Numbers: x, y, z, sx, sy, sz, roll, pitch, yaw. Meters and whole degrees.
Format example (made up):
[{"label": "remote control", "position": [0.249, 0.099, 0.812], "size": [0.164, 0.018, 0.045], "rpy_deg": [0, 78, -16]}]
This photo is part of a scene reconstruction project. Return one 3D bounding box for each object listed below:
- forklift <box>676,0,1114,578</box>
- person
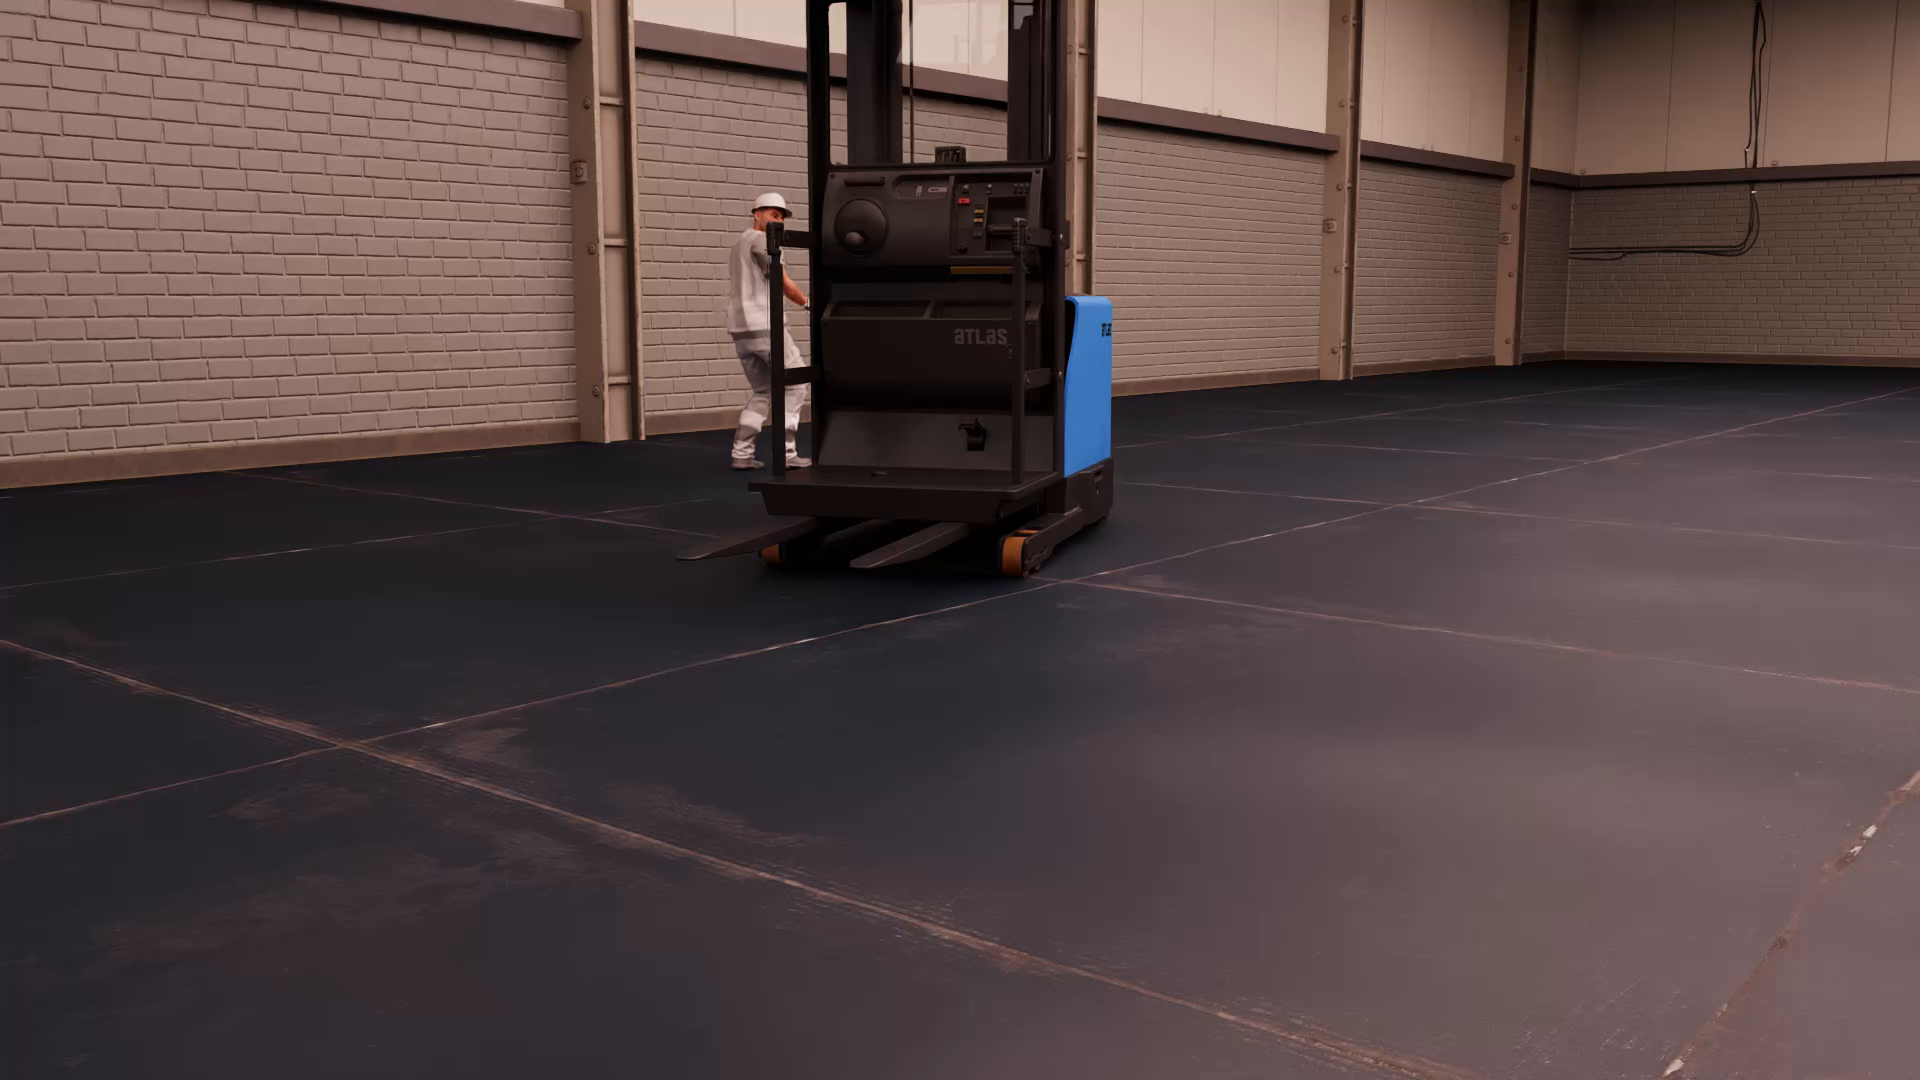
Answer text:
[{"label": "forklift", "position": [-0.176, -1.366, 6.616], "size": [1.130, 2.935, 3.031], "rpy_deg": [3, 9, 17]}, {"label": "person", "position": [-1.168, -1.282, 10.354], "size": [0.608, 1.730, 0.777], "rpy_deg": [-7, 11, -38]}]
